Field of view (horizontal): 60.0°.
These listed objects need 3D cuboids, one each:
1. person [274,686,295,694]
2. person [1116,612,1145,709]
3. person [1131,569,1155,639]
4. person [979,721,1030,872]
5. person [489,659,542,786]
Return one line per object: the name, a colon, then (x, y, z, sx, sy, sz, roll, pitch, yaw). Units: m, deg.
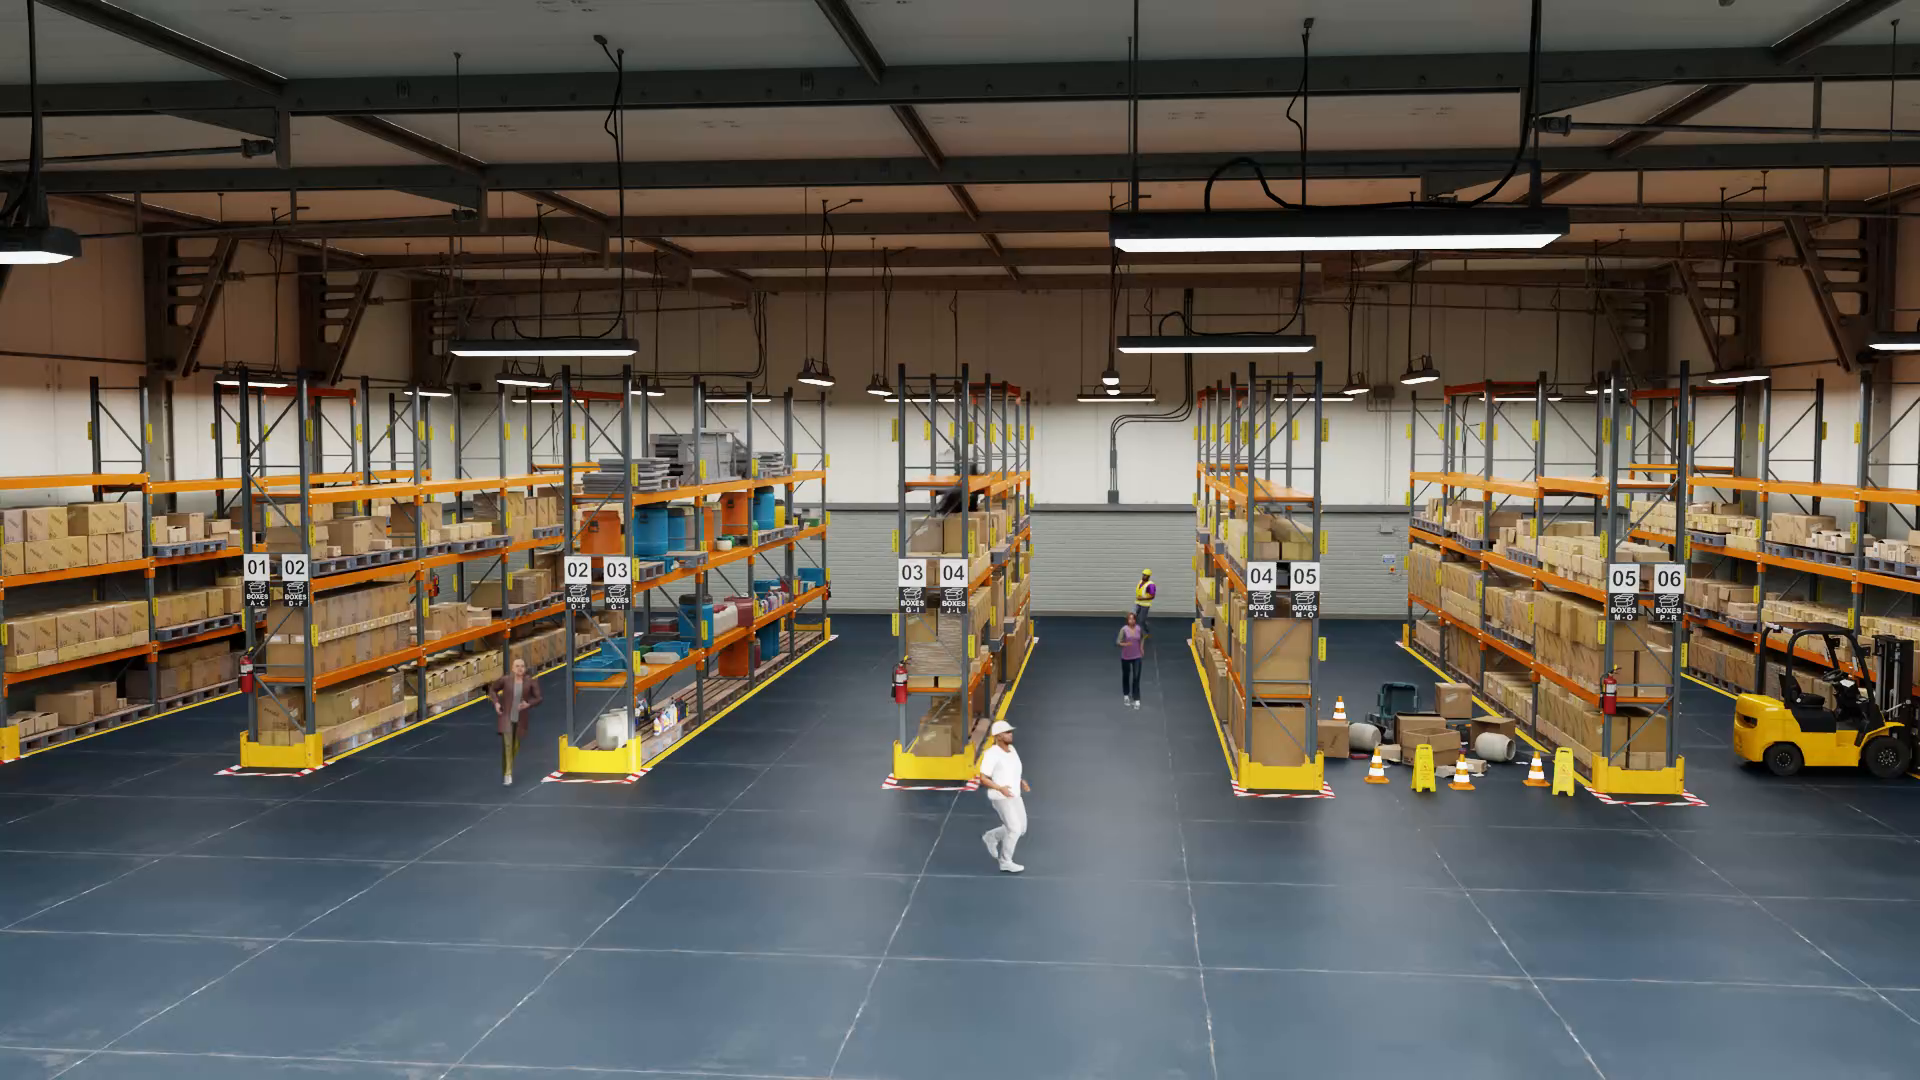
person: (-11.897, 2.246, 29.429, 0.642, 1.765, 0.897, 0, 4, -3)
person: (2.938, 2.054, 28.539, 0.531, 1.620, 0.776, 0, 4, -4)
person: (4.334, 1.552, 39.638, 0.900, 1.719, 0.727, -3, 5, -41)
person: (0.480, 2.921, 19.035, 0.609, 1.717, 0.697, 2, 4, 31)
person: (-6.427, 2.627, 24.084, 0.745, 1.728, 0.931, -1, 4, -20)
